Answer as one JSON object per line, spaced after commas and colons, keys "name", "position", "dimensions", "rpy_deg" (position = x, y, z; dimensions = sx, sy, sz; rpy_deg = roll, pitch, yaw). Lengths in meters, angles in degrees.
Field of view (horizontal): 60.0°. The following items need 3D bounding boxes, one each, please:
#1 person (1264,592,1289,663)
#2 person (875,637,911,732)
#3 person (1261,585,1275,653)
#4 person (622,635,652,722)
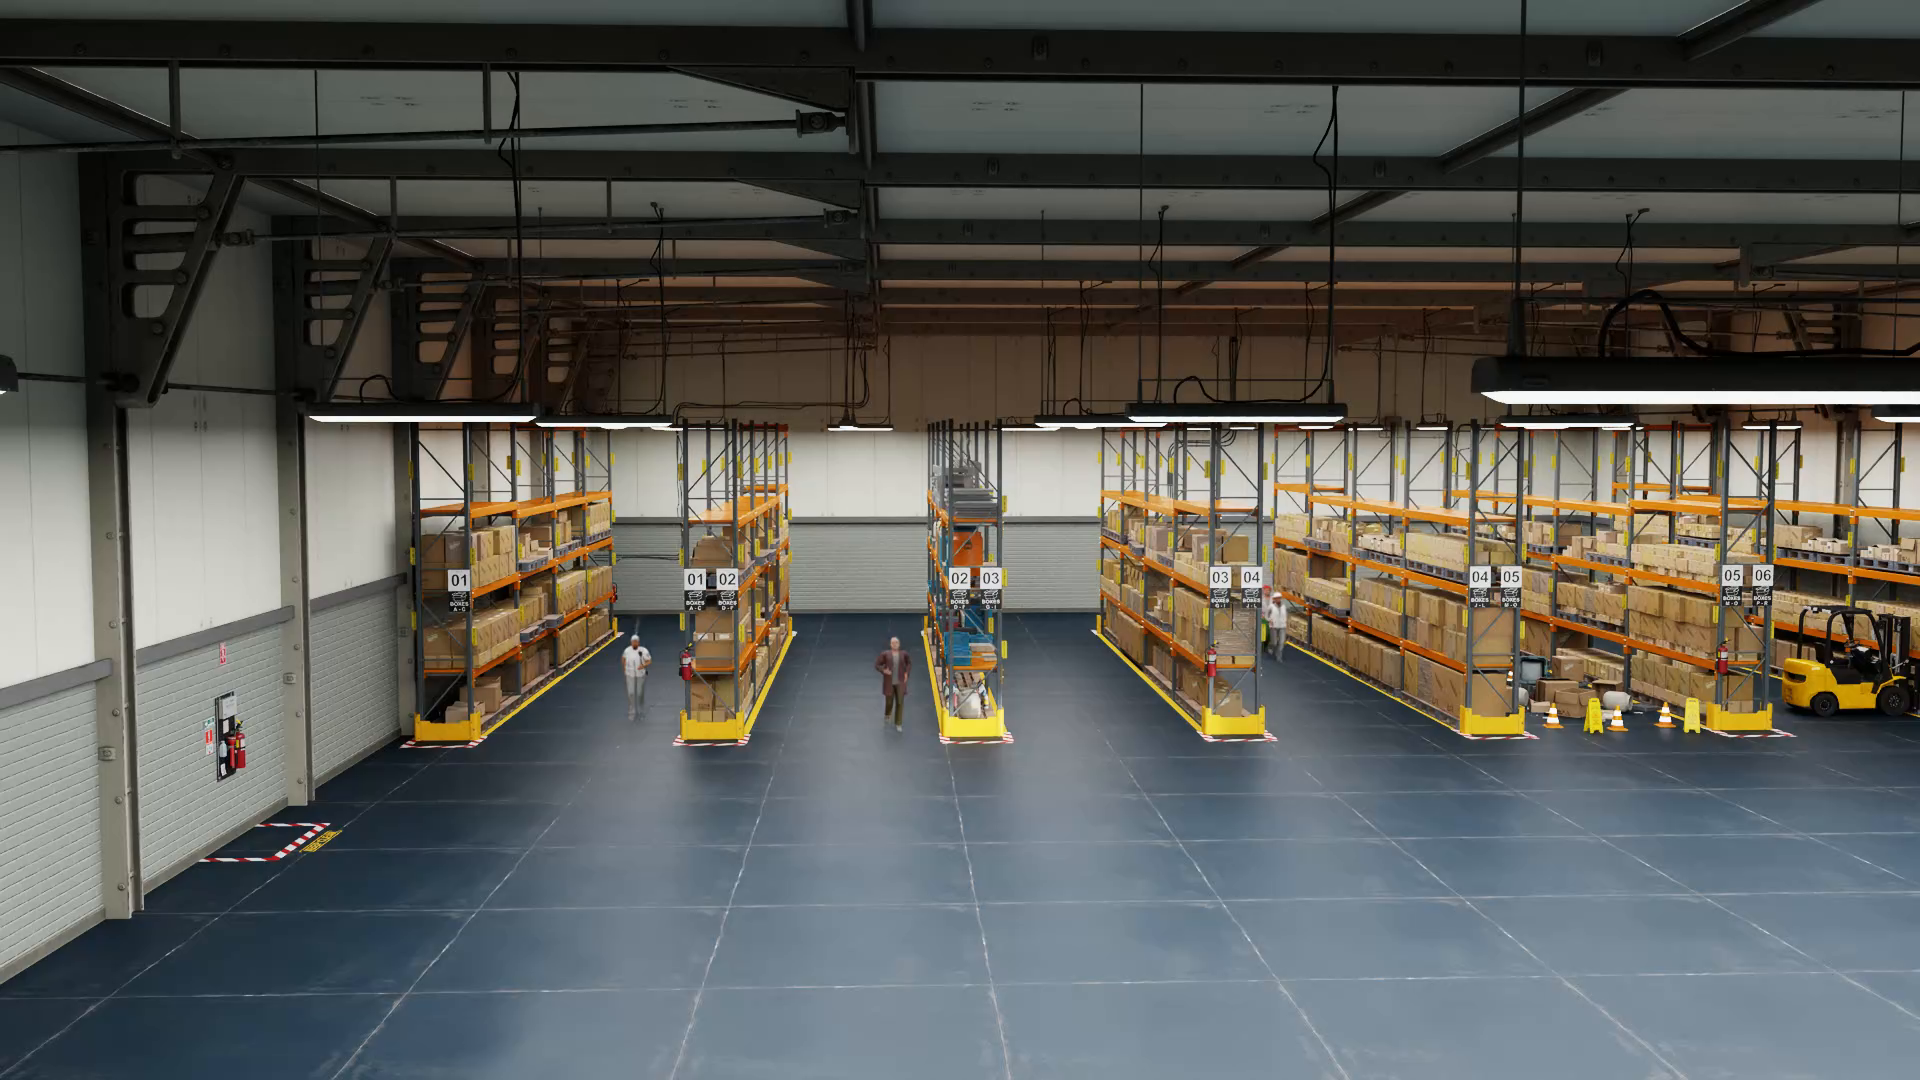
{"name": "person", "position": [7.981, 2.183, 41.781], "dimensions": [0.659, 1.741, 0.765], "rpy_deg": [0, 4, -6]}
{"name": "person", "position": [-1.282, 2.779, 32.223], "dimensions": [0.717, 1.789, 0.885], "rpy_deg": [0, 4, -7]}
{"name": "person", "position": [8.025, 2.064, 43.338], "dimensions": [0.624, 1.770, 0.667], "rpy_deg": [0, 4, -2]}
{"name": "person", "position": [-6.503, 2.749, 33.461], "dimensions": [0.606, 1.681, 0.885], "rpy_deg": [0, 4, -6]}
